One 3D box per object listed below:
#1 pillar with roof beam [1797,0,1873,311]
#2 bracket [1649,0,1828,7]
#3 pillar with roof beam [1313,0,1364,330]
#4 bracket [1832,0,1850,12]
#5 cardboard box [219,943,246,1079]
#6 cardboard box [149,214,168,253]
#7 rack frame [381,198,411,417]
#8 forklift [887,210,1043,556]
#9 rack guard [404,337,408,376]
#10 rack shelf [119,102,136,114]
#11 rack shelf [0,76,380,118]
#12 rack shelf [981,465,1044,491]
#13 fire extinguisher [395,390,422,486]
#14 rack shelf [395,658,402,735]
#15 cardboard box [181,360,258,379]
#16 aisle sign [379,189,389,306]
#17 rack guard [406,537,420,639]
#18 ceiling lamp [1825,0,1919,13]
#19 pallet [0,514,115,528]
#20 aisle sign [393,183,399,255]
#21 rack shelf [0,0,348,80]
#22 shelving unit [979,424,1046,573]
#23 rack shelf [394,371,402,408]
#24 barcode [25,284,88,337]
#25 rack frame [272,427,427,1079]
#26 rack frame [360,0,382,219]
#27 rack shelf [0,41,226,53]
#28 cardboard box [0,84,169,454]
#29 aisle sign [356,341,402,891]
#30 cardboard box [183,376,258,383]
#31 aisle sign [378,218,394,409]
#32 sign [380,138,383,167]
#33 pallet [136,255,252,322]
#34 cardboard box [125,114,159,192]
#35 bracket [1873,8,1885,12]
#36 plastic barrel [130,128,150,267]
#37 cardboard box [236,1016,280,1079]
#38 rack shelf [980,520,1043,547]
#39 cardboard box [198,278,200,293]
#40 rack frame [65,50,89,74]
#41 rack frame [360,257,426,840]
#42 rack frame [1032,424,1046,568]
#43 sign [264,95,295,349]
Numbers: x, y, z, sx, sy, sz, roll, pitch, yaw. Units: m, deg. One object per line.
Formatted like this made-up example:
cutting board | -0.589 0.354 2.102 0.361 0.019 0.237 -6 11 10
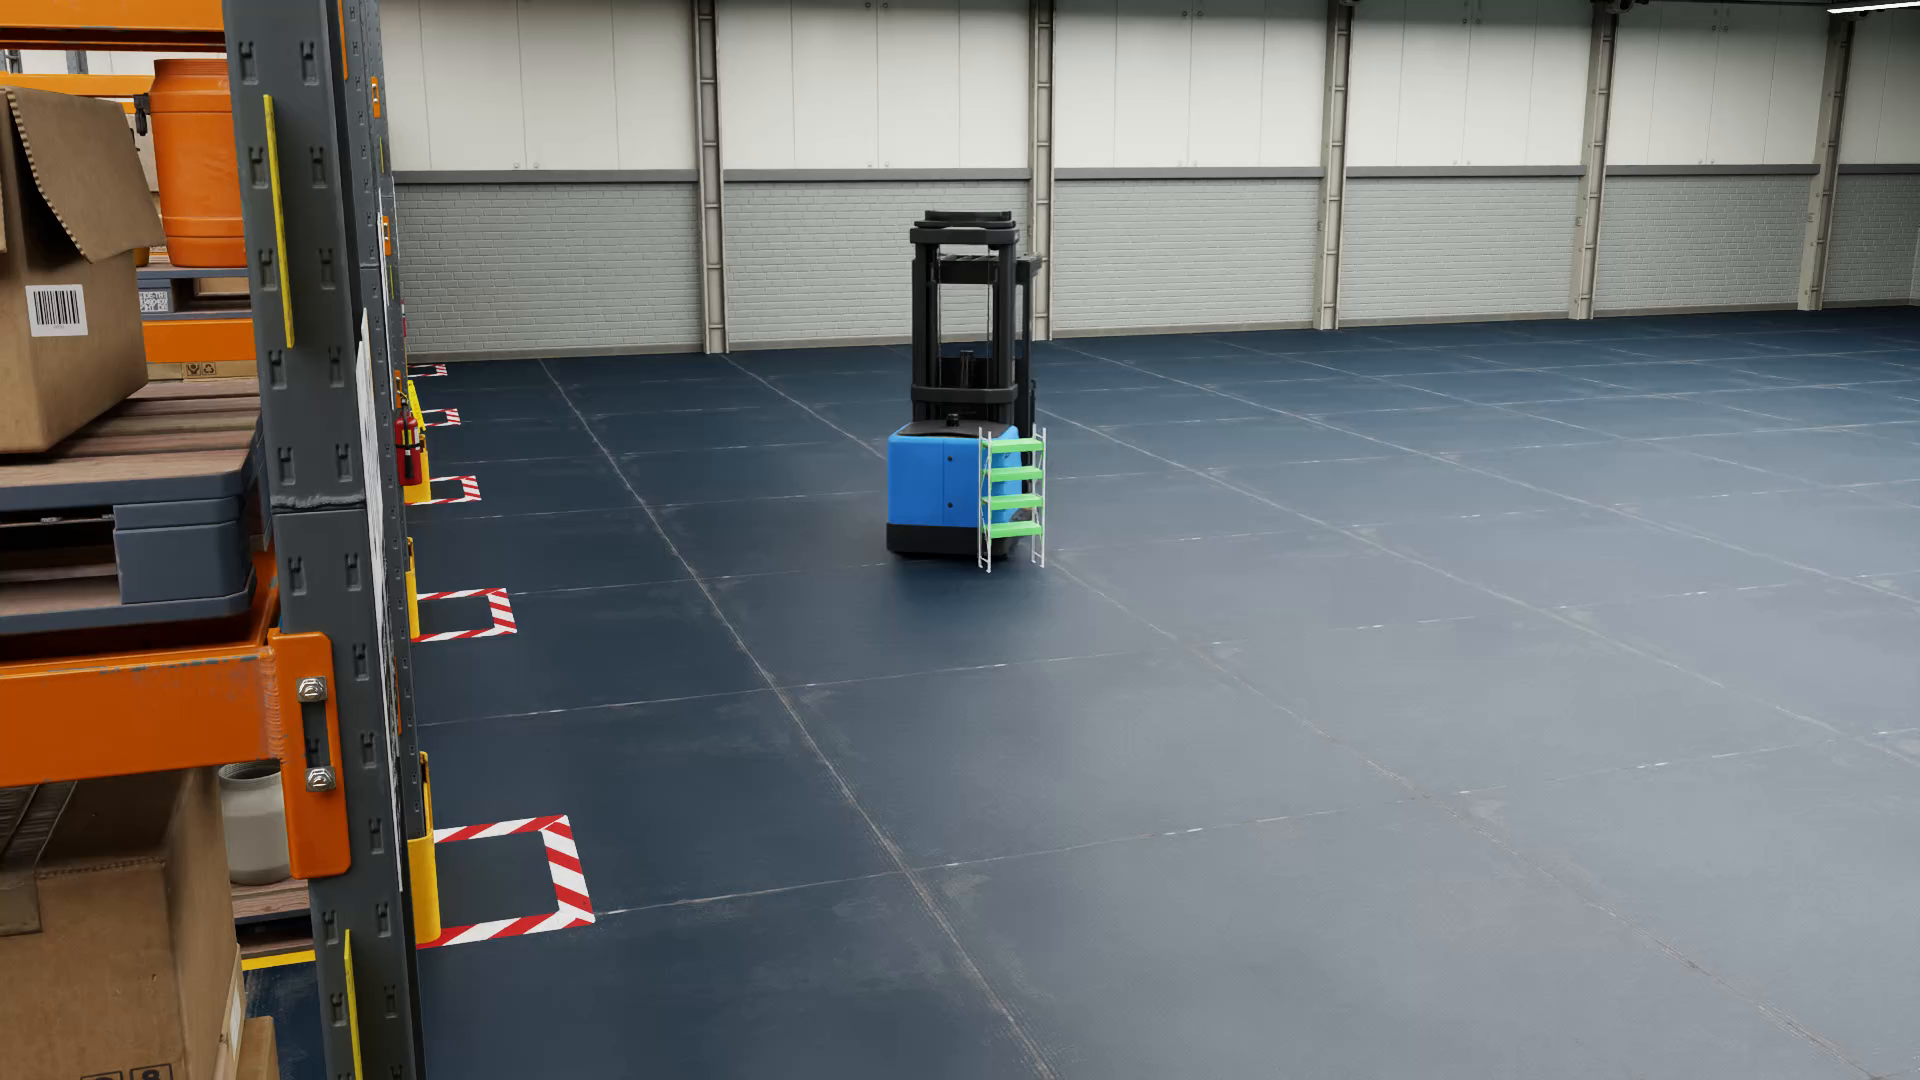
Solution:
pillar with roof beam | 19.892 -8.460 31.262 0.548 9.000 9.100 -4 14 -18
bracket | 15.797 -10.856 33.560 4.783 0.066 0.076 -4 14 -18
pillar with roof beam | 8.519 -7.574 27.539 0.548 9.000 9.100 -4 14 -18
bracket | 18.239 -11.047 34.359 0.430 0.232 0.235 -4 14 -18
cardboard box | -1.504 0.927 3.144 0.250 0.149 0.380 -5 14 -18
cardboard box | -5.556 -2.085 11.267 0.500 0.250 0.500 -4 14 -17
rack frame | -5.706 -1.958 16.894 0.127 3.000 1.000 -4 14 -18
forklift | 0.156 -1.582 15.461 1.130 2.935 3.031 3 14 11
rack guard | -8.944 -2.911 26.299 0.348 0.500 1.175 -4 14 -18
rack shelf | -10.862 -6.351 24.817 4.000 0.370 1.077 -4 14 -18
rack shelf | -7.601 -4.185 15.709 4.000 0.370 1.077 -4 14 -18
rack shelf | 0.437 -0.526 14.000 0.480 0.148 0.258 -5 14 -19
fire extinguisher | -3.964 -0.733 11.909 0.183 0.674 0.296 -4 14 -18
rack shelf | -4.535 0.721 7.185 4.000 0.370 1.077 -4 14 -18
cardboard box | -5.134 -1.410 11.569 0.500 0.500 0.500 -4 14 -18
aisle sign | -4.065 -2.067 11.731 0.004 0.787 0.394 -4 14 -18
rack guard | -4.291 0.359 12.555 0.348 0.500 1.175 -4 14 -18
ceiling lamp | 16.372 -10.917 28.978 0.800 3.185 2.000 -4 14 -18
pallet | -8.751 -0.346 16.140 1.213 0.211 1.003 -4 14 -18
aisle sign | -5.543 -3.163 16.339 0.004 0.787 0.394 -4 14 -18
rack shelf | -4.535 -2.003 6.537 4.000 0.370 1.077 -4 14 -18
shelving unit | 0.437 -0.355 14.040 0.503 1.200 0.258 -5 14 -19
rack shelf | -7.601 -1.461 16.357 4.000 0.370 1.077 -4 14 -18
barcode | -1.196 -0.304 2.202 0.075 0.075 0.001 -4 14 -18
rack frame | -1.063 1.310 3.154 0.127 3.000 1.000 -4 14 -18
rack frame | -4.219 -3.782 11.595 0.127 3.000 1.000 -4 14 -18
rack shelf | -6.115 -3.283 11.058 4.000 0.370 1.077 -4 14 -18
cardboard box | -1.609 -0.431 2.556 0.637 0.503 0.797 -3 14 -14
aisle sign | -0.908 0.105 2.603 0.004 0.787 0.394 -4 14 -18
cardboard box | -5.185 -0.959 11.832 0.500 0.500 0.875 -4 14 -18
aisle sign | -2.477 -0.982 7.170 0.004 0.787 0.394 -4 14 -18
sign | -5.546 -3.690 15.949 0.005 0.325 0.100 -4 14 -18
pallet | -3.455 -1.105 7.231 1.213 0.211 1.003 -4 14 -18
cardboard box | -5.608 -2.589 11.124 0.500 0.500 0.500 -4 14 -18
bracket | 19.026 -11.108 34.617 0.430 0.232 0.235 -4 14 -18
plastic barrel | -3.680 -1.420 6.834 0.600 0.588 0.600 0 13 0
cardboard box | -1.510 1.293 3.010 0.500 0.500 0.700 -4 14 -18
rack shelf | 0.437 -0.059 14.111 0.480 0.148 0.258 -5 14 -19
cardboard box | -7.596 -2.398 16.084 0.500 0.550 0.875 -4 14 -18
rack frame | -12.758 -6.748 24.067 0.127 3.000 1.000 -4 14 -18
rack frame | -2.640 0.223 7.723 0.127 3.000 1.000 -4 14 -18
rack frame | 0.667 -0.374 14.121 0.015 1.200 0.240 -5 14 -19
sign | -0.904 -0.422 2.209 0.005 0.325 0.100 -4 14 -18
